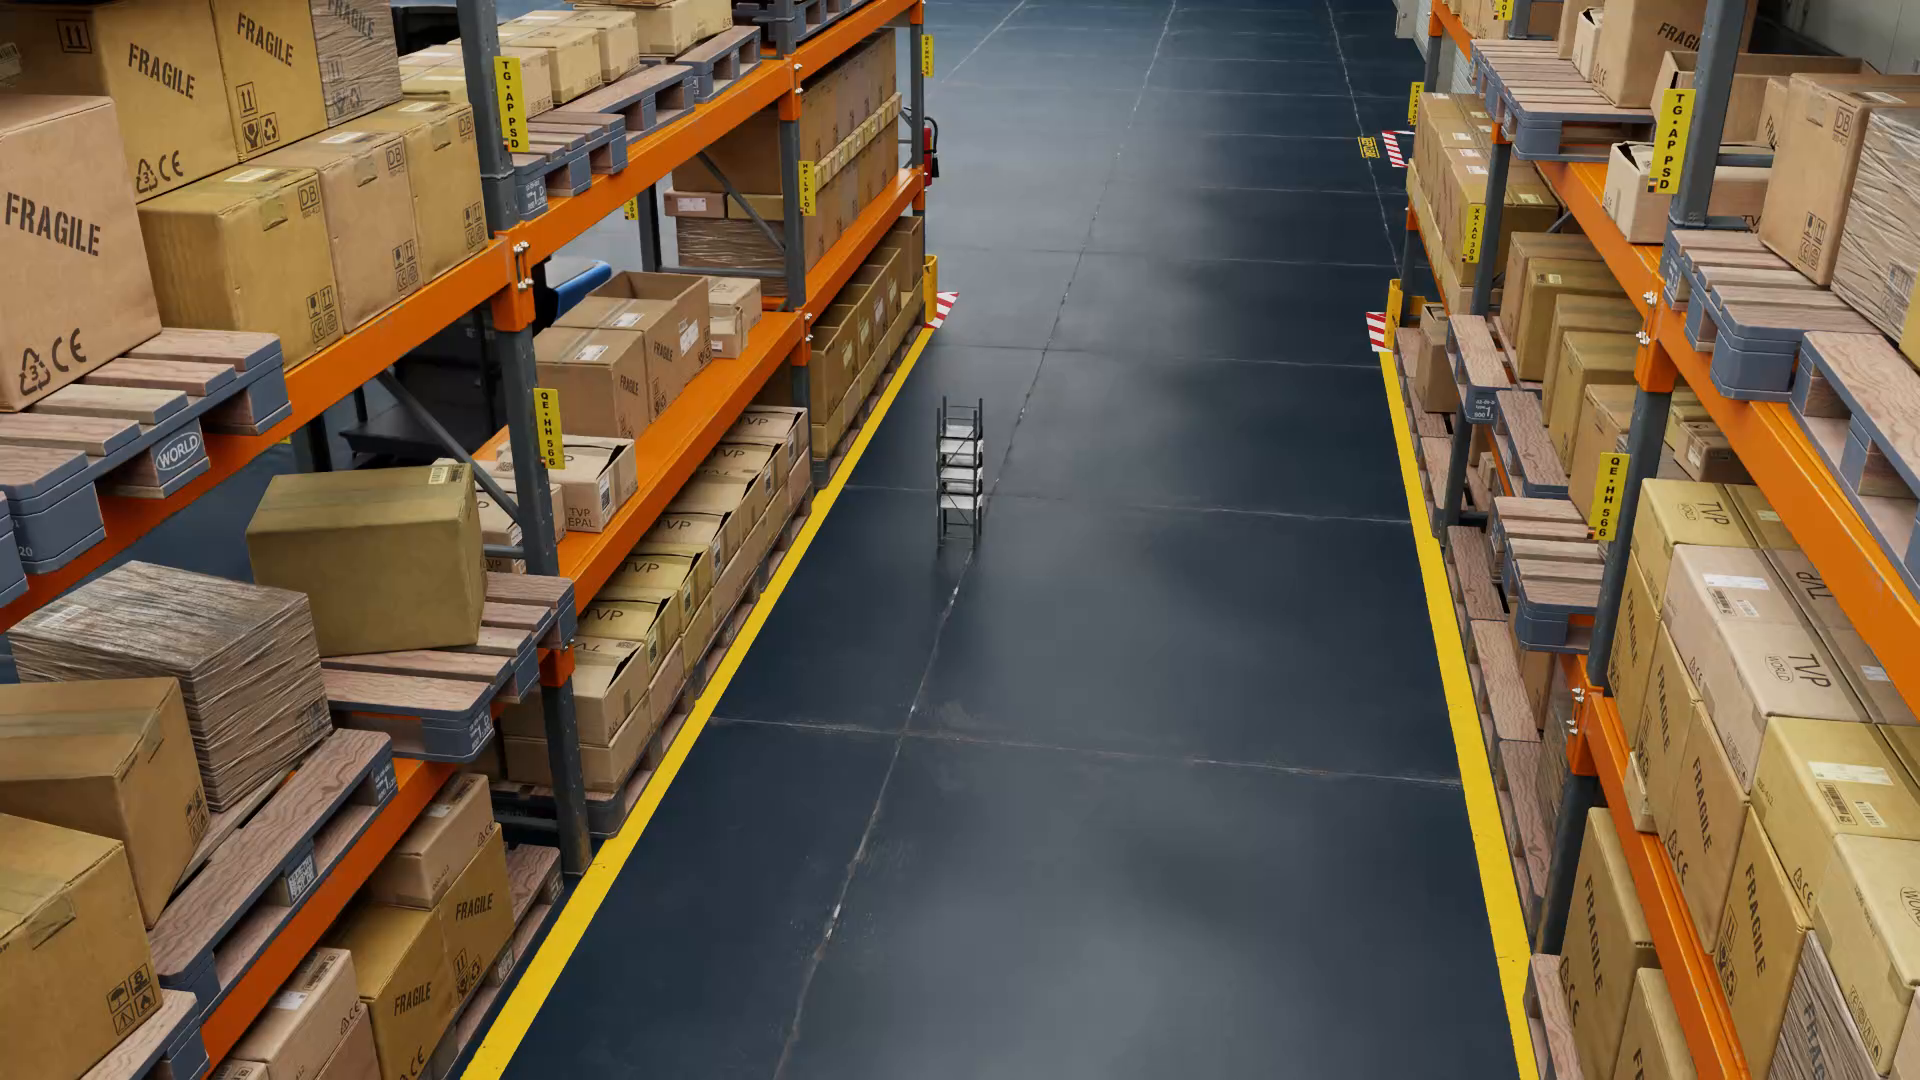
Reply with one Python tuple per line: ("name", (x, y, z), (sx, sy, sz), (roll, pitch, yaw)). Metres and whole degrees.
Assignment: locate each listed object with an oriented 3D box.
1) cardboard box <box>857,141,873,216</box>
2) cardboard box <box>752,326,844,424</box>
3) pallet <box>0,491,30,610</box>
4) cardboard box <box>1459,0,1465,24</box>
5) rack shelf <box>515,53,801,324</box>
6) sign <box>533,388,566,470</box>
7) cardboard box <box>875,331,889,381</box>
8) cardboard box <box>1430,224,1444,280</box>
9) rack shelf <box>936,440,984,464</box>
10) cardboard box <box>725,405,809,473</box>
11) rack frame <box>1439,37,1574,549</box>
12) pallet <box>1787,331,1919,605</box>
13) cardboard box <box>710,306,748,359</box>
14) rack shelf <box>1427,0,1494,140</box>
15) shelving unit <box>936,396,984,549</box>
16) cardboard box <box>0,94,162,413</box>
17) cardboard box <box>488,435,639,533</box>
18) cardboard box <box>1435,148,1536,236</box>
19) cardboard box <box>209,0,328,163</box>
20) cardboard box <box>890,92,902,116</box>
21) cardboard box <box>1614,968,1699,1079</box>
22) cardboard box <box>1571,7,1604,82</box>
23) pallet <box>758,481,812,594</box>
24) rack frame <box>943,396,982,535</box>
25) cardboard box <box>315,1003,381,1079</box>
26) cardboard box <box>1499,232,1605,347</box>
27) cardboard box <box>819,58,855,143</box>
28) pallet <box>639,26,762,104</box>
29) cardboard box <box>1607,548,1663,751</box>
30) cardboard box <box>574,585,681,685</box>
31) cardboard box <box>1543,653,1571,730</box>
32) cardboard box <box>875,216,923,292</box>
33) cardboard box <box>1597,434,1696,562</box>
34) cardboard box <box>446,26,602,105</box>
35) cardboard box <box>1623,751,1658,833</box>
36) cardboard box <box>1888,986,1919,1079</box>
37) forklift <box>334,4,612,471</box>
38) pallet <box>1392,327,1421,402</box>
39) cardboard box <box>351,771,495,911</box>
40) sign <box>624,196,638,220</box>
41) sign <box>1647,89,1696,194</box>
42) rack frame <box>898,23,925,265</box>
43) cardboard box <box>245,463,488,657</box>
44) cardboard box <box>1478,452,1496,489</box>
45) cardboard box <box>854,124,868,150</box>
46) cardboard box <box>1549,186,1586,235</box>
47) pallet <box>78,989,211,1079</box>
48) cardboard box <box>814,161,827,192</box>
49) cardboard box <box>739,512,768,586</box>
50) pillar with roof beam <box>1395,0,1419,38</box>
("cardboard box", (-1.055, -2.737, 12.440), (0.700, 0.500, 0.500), (4, 25, 9))
("cardboard box", (-1.067, -1.097, 10.918), (0.500, 0.500, 0.500), (4, 25, 9))
("pallet", (-2.583, 0.165, 3.043), (1.213, 0.211, 1.003), (4, 25, 9))
("cardboard box", (3.518, -3.596, 10.715), (0.500, 0.500, 0.500), (6, 26, 12))
("rack shelf", (-1.778, -1.836, 7.945), (1.077, 0.370, 4.000), (4, 25, 9))
("sign", (-1.568, -0.422, 6.341), (0.100, 0.325, 0.005), (4, 25, 9))
("cardboard box", (-0.827, -1.385, 12.418), (0.500, 0.250, 0.500), (4, 25, 9))
("cardboard box", (3.371, -1.878, 10.877), (0.500, 0.250, 0.500), (4, 25, 8))
("rack shelf", (-0.001, -0.537, 9.990), (0.258, 0.077, 0.200), (4, 25, 9))
("cardboard box", (-1.235, -0.650, 10.186), (0.500, 0.311, 0.500), (4, 25, 9))
("rack frame", (3.436, -1.298, 9.485), (1.000, 3.000, 0.127), (4, 25, 9))
("pallet", (2.550, -0.157, 3.733), (1.003, 0.211, 1.213), (5, 26, 11))
("cardboard box", (-1.414, -1.199, 9.431), (0.396, 0.266, 0.258), (3, 25, 7))
("rack shelf", (3.763, -3.167, 10.789), (1.077, 0.370, 4.000), (4, 25, 9))
("shelving unit", (-0.001, -0.404, 10.052), (0.258, 0.900, 0.210), (4, 25, 9))
("cardboard box", (-2.389, -0.697, 3.931), (0.600, 0.600, 0.600), (3, 25, 6))
("cardboard box", (-1.768, -0.287, 7.431), (0.500, 0.311, 0.500), (4, 25, 8))
("cardboard box", (3.377, -2.217, 10.717), (0.500, 0.500, 0.500), (3, 25, 7))
("cardboard box", (-2.266, -1.428, 4.928), (0.500, 0.500, 0.500), (4, 25, 9))
("cardboard box", (-0.672, -3.479, 13.261), (0.380, 0.149, 0.250), (4, 25, 8))
("cardboard box", (2.383, 1.823, 4.859), (0.750, 0.750, 0.750), (4, 25, 8))
("cardboard box", (3.167, -2.326, 7.752), (0.500, 0.311, 0.500), (5, 26, 10))
("pallet", (-1.533, -0.066, 10.142), (1.003, 0.211, 1.213), (4, 25, 9))
("rack frame", (0.015, -0.447, 10.143), (0.240, 0.900, 0.006), (4, 25, 9))
("cardboard box", (-2.191, 1.810, 5.275), (0.500, 0.500, 0.500), (3, 25, 7))
("cardboard box", (3.319, -1.332, 8.921), (0.700, 0.500, 0.500), (4, 25, 9))
("cardboard box", (-1.139, -3.088, 11.662), (0.700, 0.500, 0.500), (4, 25, 9))
("pallet", (-1.583, -2.542, 8.830), (0.805, 0.209, 1.217), (3, 25, 6))
("cardboard box", (2.451, 0.371, 5.427), (0.500, 0.500, 0.500), (5, 26, 10))
("cardboard box", (-1.652, 0.415, 7.911), (0.500, 0.311, 0.500), (3, 25, 7))
("cardboard box", (3.048, 0.795, 7.442), (0.700, 0.500, 0.500), (4, 25, 8))
("cardboard box", (-0.592, -2.352, 13.601), (0.500, 0.500, 0.500), (4, 25, 9))
("cardboard box", (2.849, -0.067, 6.218), (0.700, 0.500, 0.500), (1, 25, 2))
("cardboard box", (-1.914, -2.100, 7.342), (0.500, 0.250, 0.500), (4, 25, 7))
("cardboard box", (2.323, 0.811, 5.252), (0.380, 0.149, 0.250), (5, 26, 10))
("cardboard box", (2.046, 1.093, 3.000), (0.500, 0.250, 0.500), (5, 25, 10))
("forklift", (-3.434, -1.840, 10.723), (1.130, 2.935, 3.031), (8, 26, 16))
("pallet", (3.910, -1.339, 12.862), (1.003, 0.211, 1.213), (4, 25, 9))
("cardboard box", (-2.032, 1.058, 5.997), (0.500, 0.250, 0.500), (5, 26, 11))
("sign", (-1.999, -2.106, 10.096), (0.100, 0.325, 0.005), (4, 25, 9))
("sign", (2.247, -1.256, 5.248), (0.100, 0.325, 0.005), (4, 25, 9))
("rack frame", (-0.798, -3.313, 13.789), (1.000, 3.000, 0.127), (4, 25, 9))
("cardboard box", (-2.097, 0.069, 5.952), (0.700, 0.500, 0.500), (-4, 25, -9))
("cardboard box", (3.494, -0.440, 10.475), (0.380, 0.166, 0.250), (1, 25, 2))
("cardboard box", (-0.882, -2.937, 12.104), (0.380, 0.149, 0.250), (5, 25, 10))
("cardboard box", (3.719, -1.761, 9.743), (0.500, 0.500, 0.500), (3, 25, 7))
("pallet", (-2.521, 1.466, 3.806), (1.003, 0.211, 1.213), (4, 25, 9))
("cardboard box", (-1.094, -2.401, 10.958), (0.380, 0.149, 0.250), (4, 25, 8))
("cardboard box", (-1.401, 0.034, 9.387), (0.500, 0.250, 0.500), (5, 25, 10))
("pillar with roof beam", (3.524, -13.162, 27.755), (9.100, 9.000, 0.400), (4, 25, 9))
